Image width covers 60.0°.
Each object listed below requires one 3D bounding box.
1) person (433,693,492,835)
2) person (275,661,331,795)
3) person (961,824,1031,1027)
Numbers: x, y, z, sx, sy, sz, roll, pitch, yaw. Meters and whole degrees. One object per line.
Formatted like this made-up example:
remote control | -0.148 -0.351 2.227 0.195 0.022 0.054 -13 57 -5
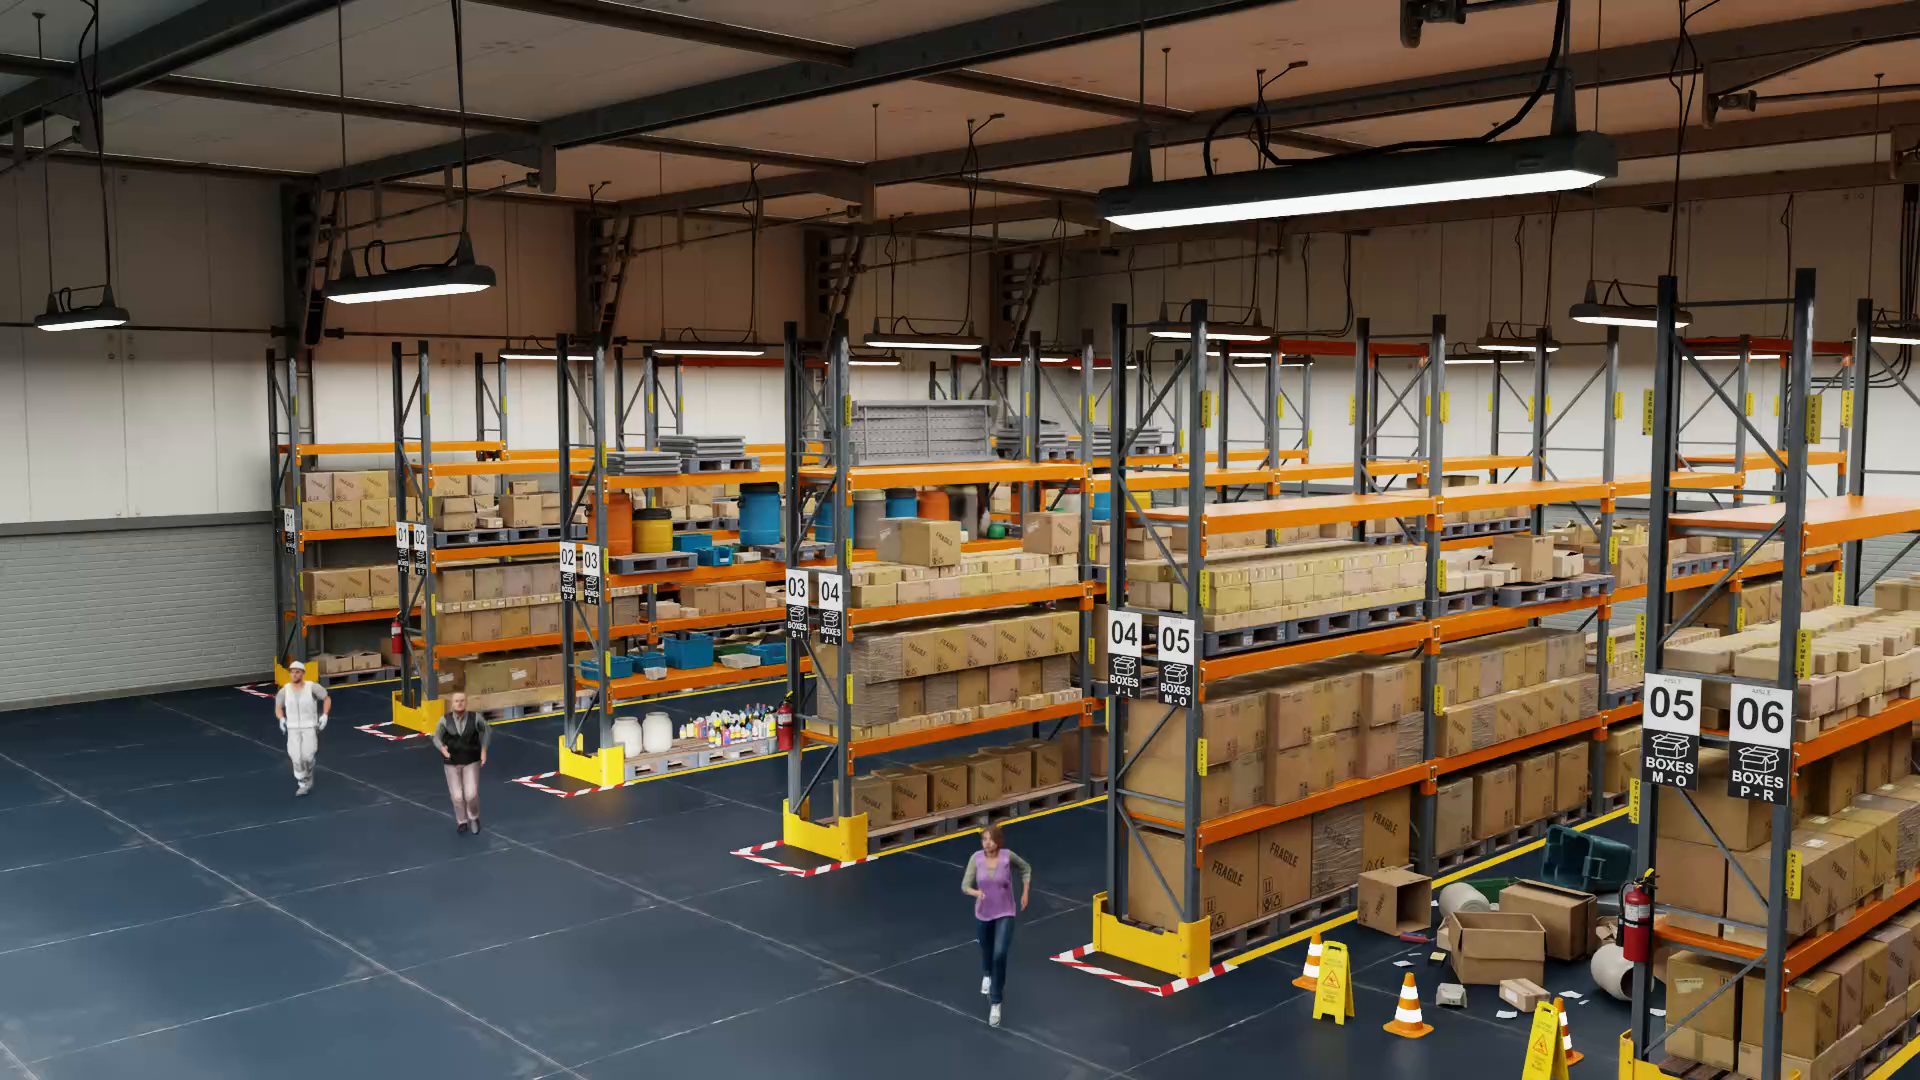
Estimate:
person | -5.835 2.633 19.472 0.647 1.704 0.666 -1 5 -10
person | -8.502 2.438 21.459 0.669 1.740 0.519 -1 5 -11
person | 0.304 3.165 13.932 0.548 1.631 0.844 1 5 12
